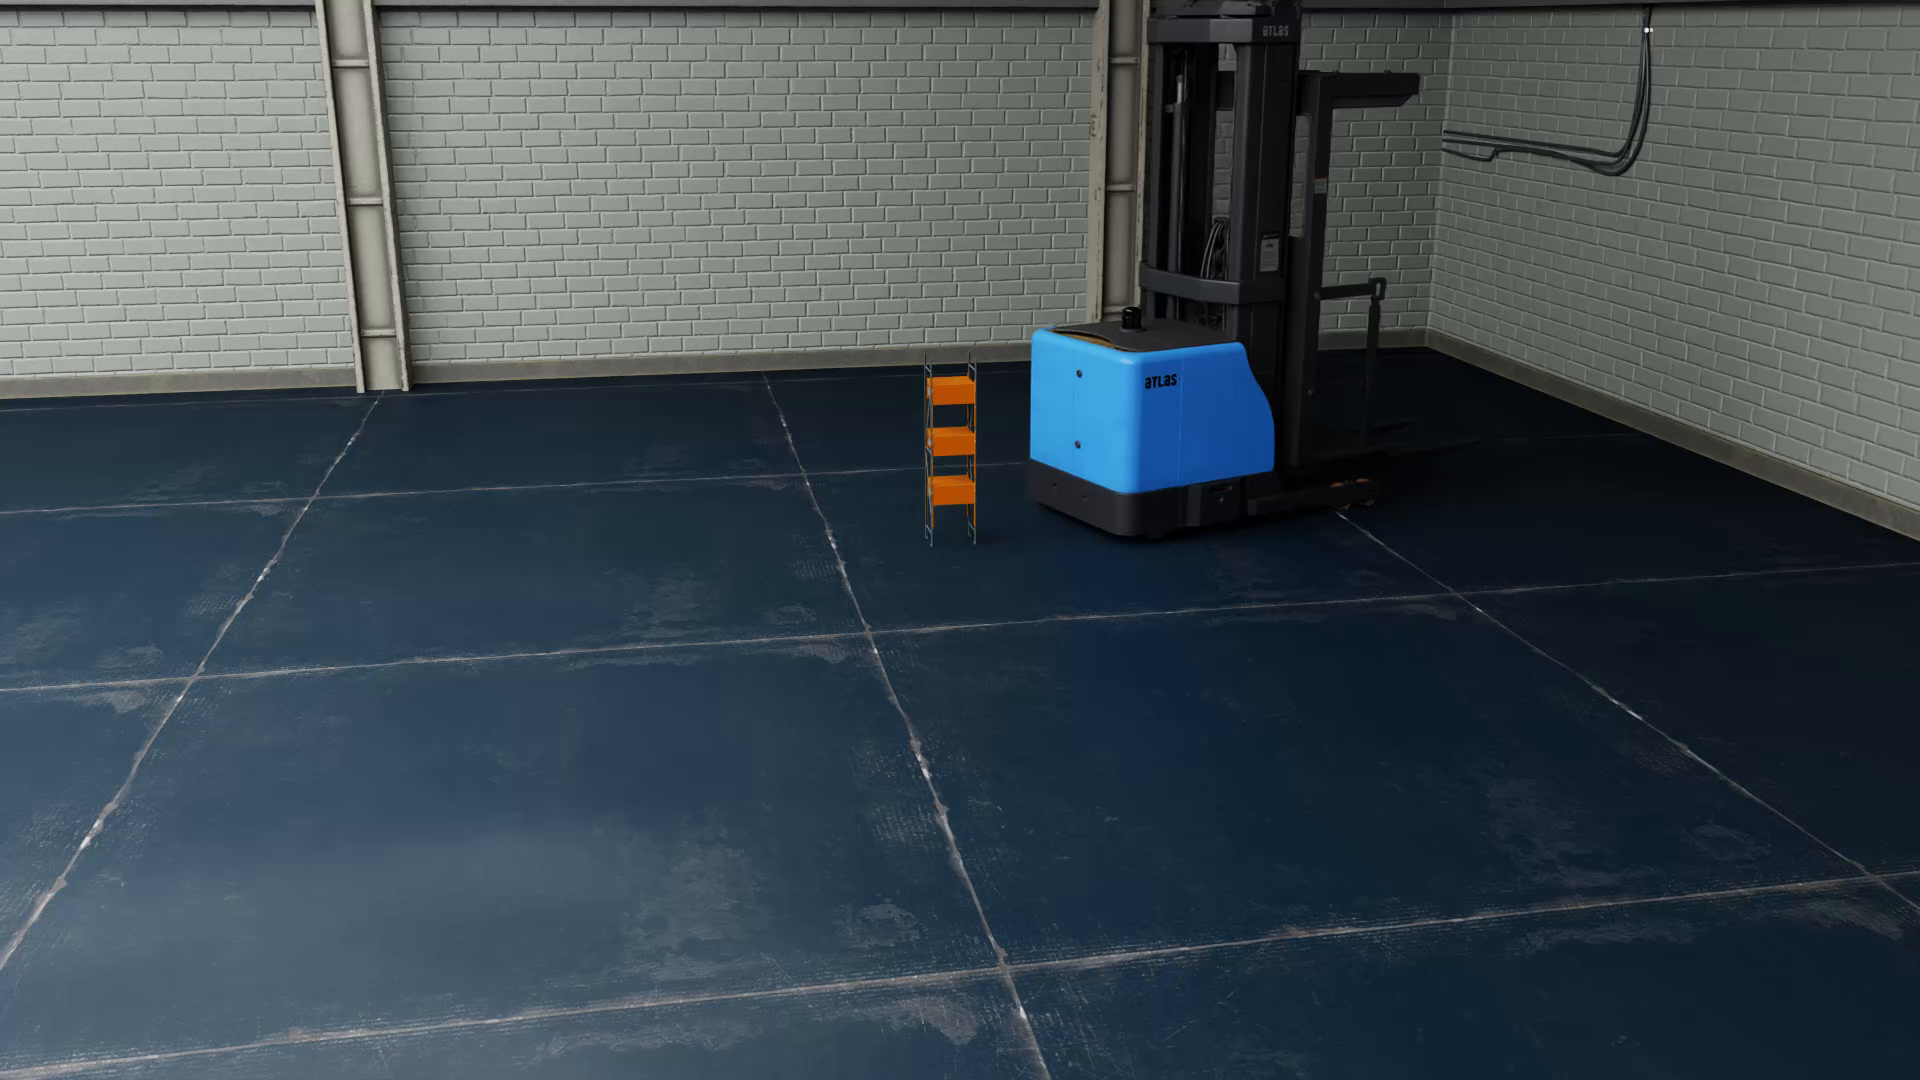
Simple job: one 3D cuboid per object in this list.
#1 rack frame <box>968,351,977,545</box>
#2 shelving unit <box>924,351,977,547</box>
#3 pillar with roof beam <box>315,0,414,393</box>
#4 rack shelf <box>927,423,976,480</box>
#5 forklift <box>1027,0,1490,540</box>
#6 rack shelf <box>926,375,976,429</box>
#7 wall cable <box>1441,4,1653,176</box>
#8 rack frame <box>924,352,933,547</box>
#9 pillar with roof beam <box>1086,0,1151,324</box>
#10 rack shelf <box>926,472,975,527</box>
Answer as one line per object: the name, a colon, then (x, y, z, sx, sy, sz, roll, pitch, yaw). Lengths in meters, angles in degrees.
rack frame: (0.067, -0.506, 9.170, 0.008, 1.050, 0.200, -3, 17, -10)
shelving unit: (-0.053, -0.499, 9.148, 0.252, 1.050, 0.215, -3, 17, -10)
pillar with roof beam: (-3.763, -4.276, 7.906, 0.400, 9.000, 9.100, -3, 17, -10)
rack shelf: (-0.053, -0.489, 9.151, 0.240, 0.259, 0.215, -3, 17, -10)
forklift: (1.931, -1.699, 9.851, 3.031, 2.935, 1.130, -10, 20, -29)
rack shelf: (-0.053, -0.760, 9.068, 0.240, 0.259, 0.215, -3, 17, -10)
wall cable: (4.455, -4.149, 12.783, 0.112, 2.526, 3.097, -3, 17, -10)
rack frame: (-0.172, -0.492, 9.126, 0.008, 1.050, 0.200, -3, 17, -10)
pillar with roof beam: (2.128, -4.610, 8.994, 0.400, 9.000, 9.100, -3, 17, -10)
rack shelf: (-0.053, -0.223, 9.233, 0.240, 0.259, 0.215, -3, 17, -10)
